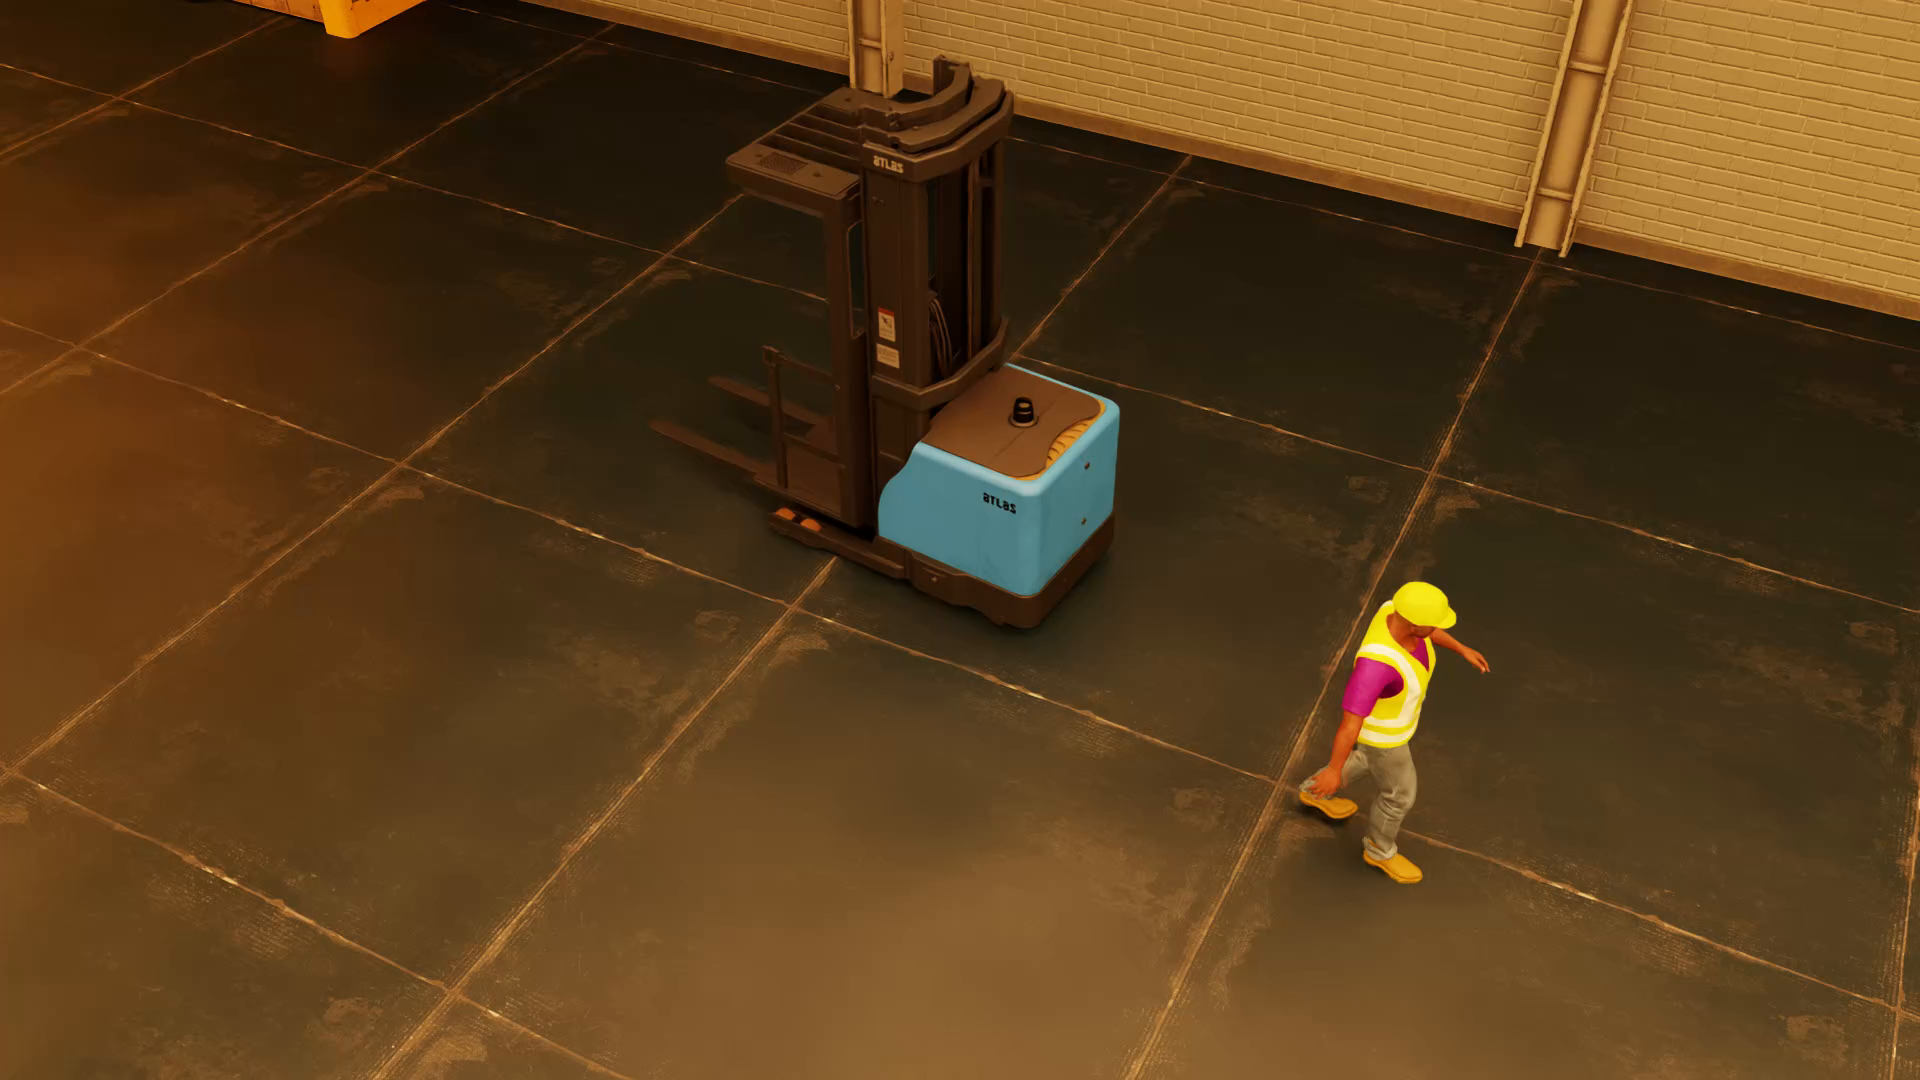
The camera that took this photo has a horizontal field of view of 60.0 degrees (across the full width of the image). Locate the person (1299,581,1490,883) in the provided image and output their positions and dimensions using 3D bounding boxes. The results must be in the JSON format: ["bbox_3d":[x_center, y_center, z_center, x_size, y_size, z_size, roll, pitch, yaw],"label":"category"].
[{"bbox_3d":[2.036,0.874,7.875,0.740,1.745,0.982,16,43,18],"label":"person"}]

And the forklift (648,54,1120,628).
[{"bbox_3d":[-0.581,-1.346,9.584,3.031,2.935,1.130,23,45,25],"label":"forklift"}]
